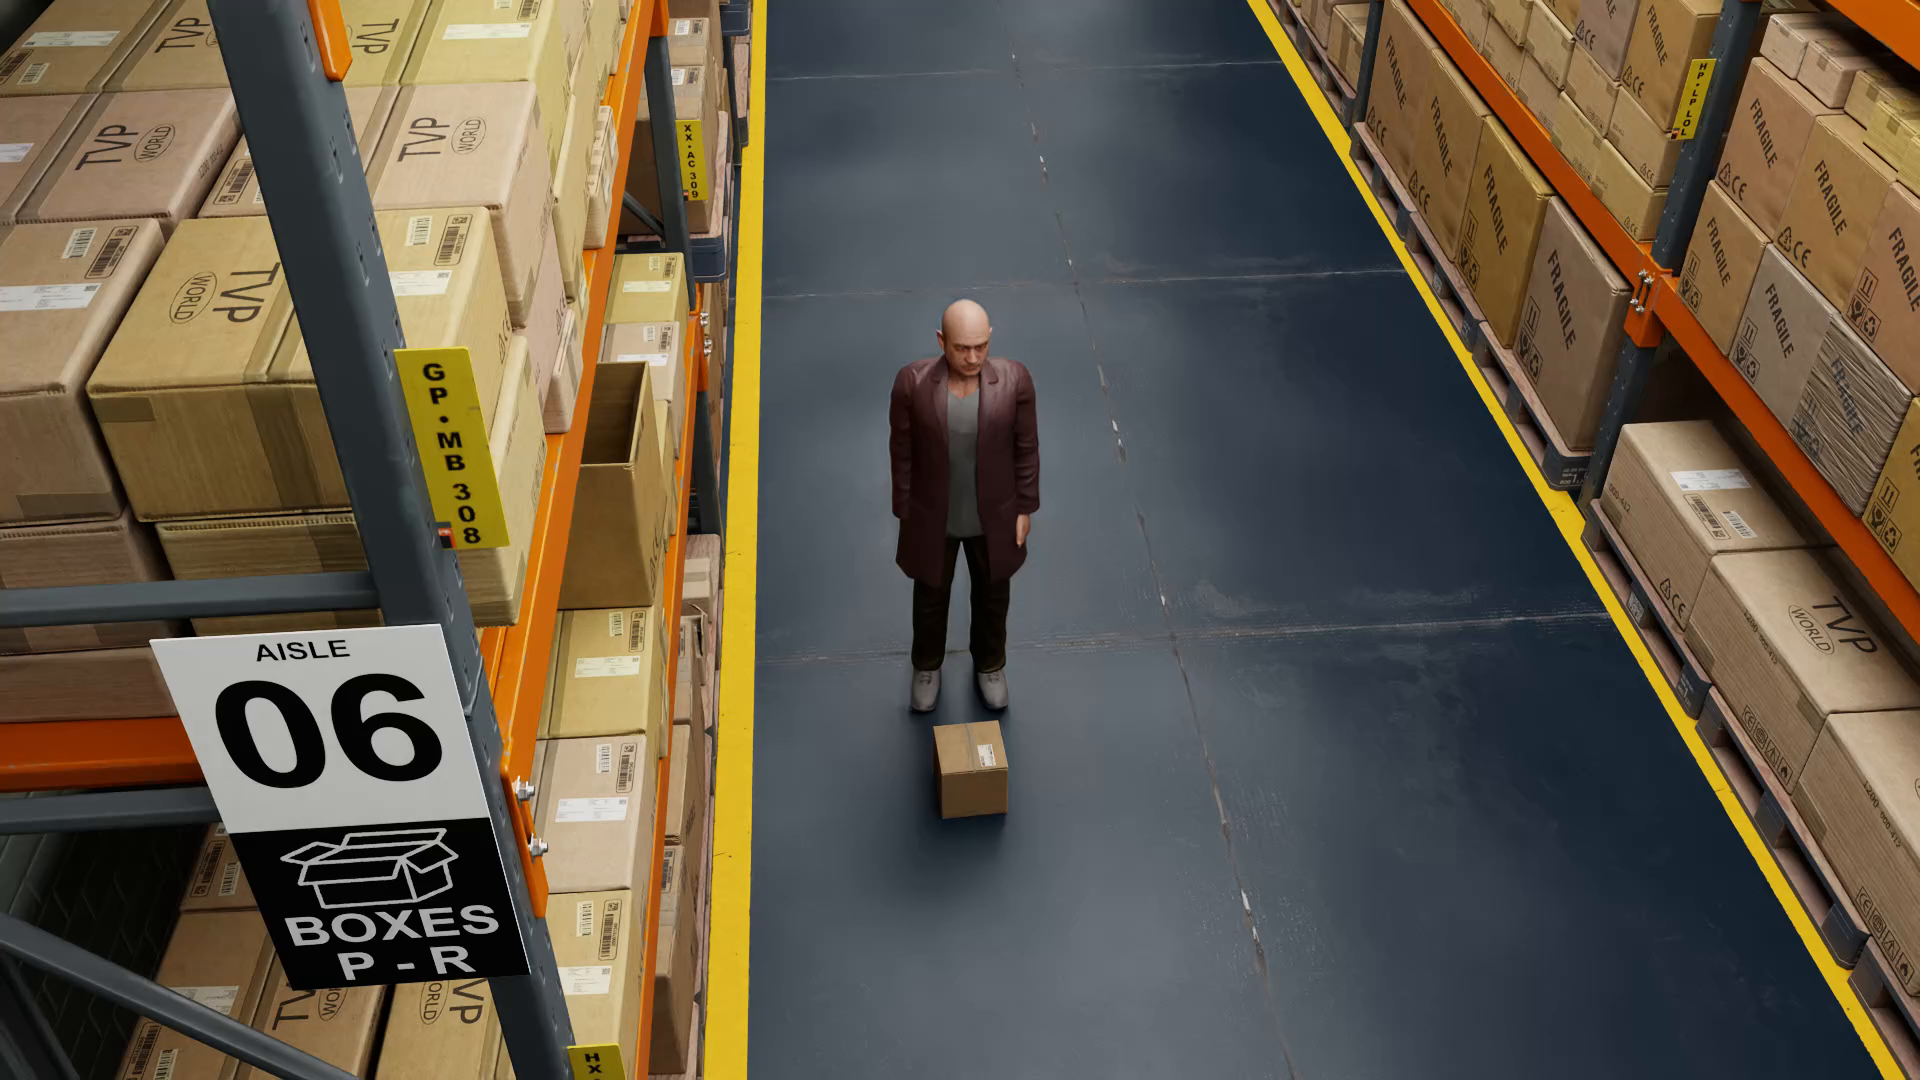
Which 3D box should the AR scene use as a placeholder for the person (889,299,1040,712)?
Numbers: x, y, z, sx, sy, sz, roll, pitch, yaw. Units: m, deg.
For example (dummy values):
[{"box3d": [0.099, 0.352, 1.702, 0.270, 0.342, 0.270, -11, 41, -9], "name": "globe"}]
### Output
[{"box3d": [0.022, -0.101, 6.295, 0.561, 1.777, 0.380, -2, 39, -2], "name": "person"}]
